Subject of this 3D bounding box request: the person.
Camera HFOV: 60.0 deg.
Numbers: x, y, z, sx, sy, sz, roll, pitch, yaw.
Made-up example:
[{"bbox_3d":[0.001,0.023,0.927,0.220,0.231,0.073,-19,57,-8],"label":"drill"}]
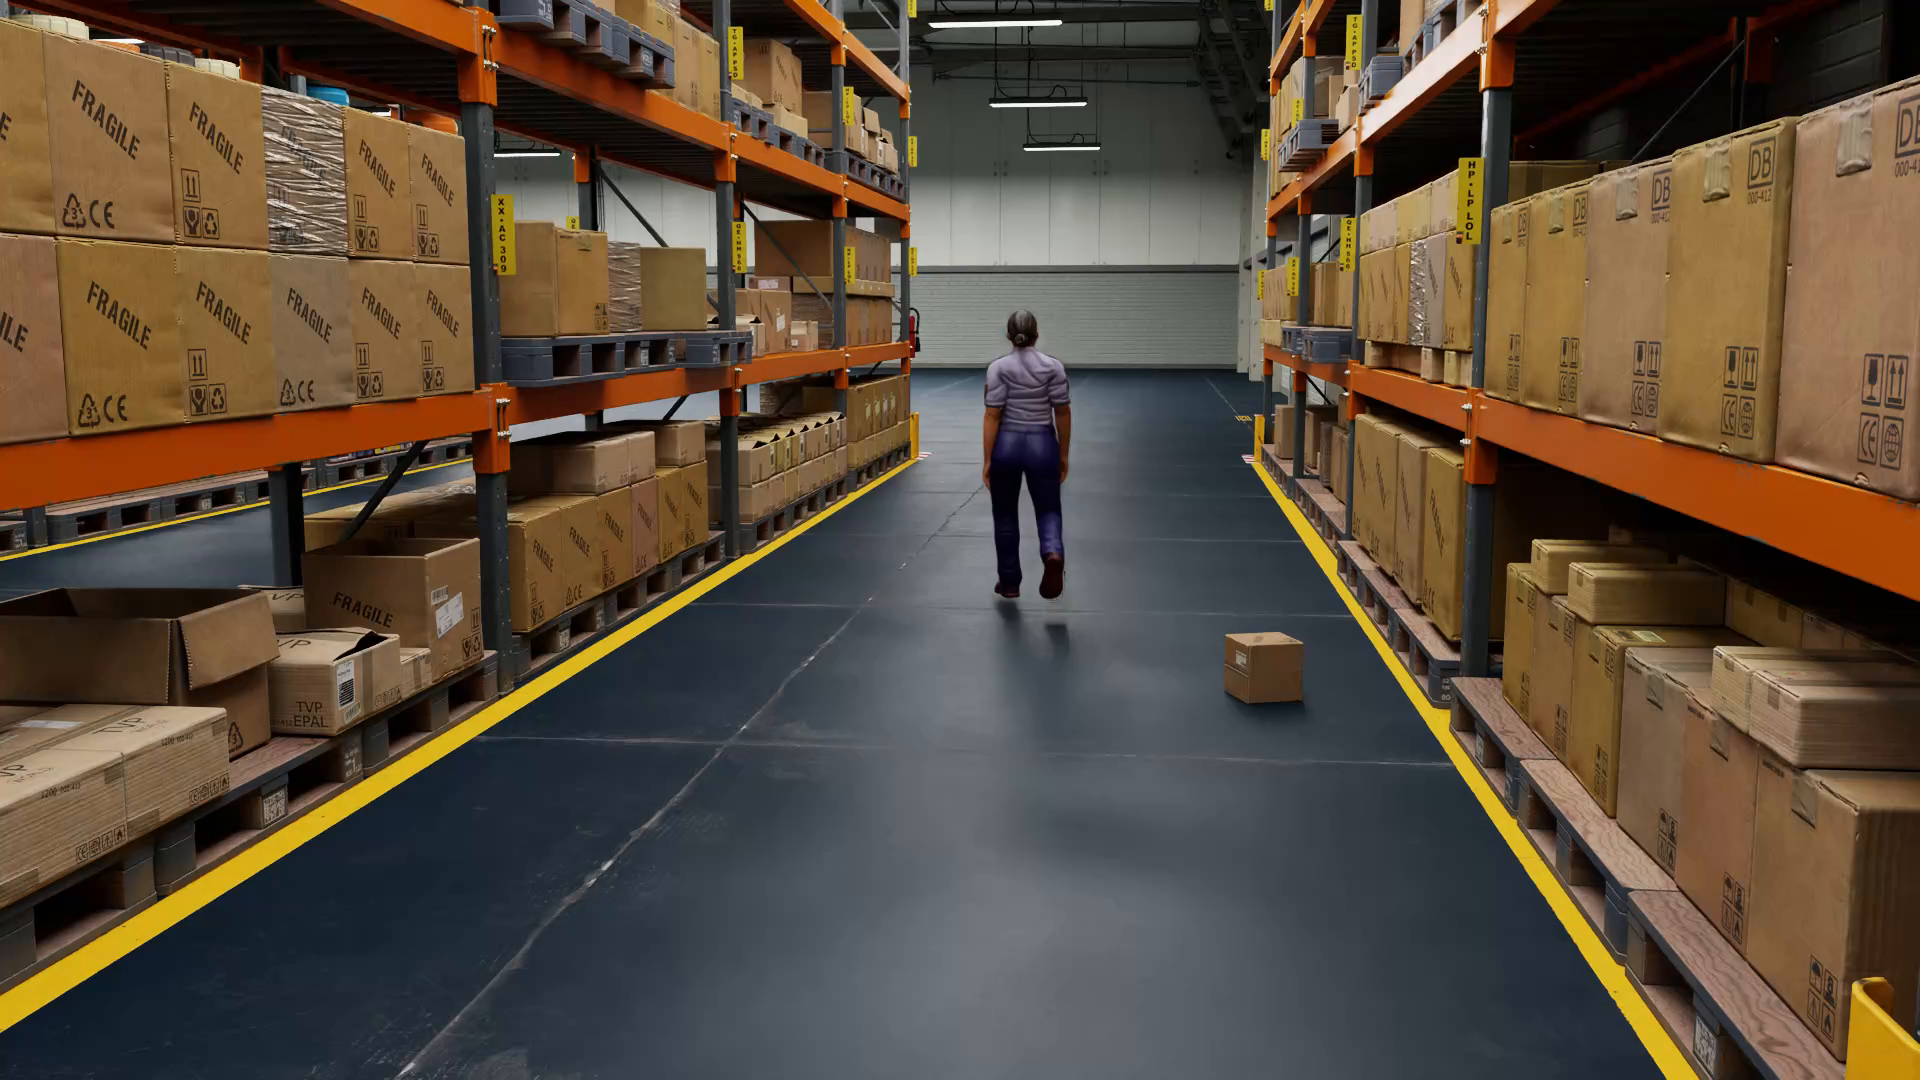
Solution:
[{"bbox_3d":[0.369,-0.455,9.174,0.488,1.598,0.746,0,8,-3],"label":"person"}]
